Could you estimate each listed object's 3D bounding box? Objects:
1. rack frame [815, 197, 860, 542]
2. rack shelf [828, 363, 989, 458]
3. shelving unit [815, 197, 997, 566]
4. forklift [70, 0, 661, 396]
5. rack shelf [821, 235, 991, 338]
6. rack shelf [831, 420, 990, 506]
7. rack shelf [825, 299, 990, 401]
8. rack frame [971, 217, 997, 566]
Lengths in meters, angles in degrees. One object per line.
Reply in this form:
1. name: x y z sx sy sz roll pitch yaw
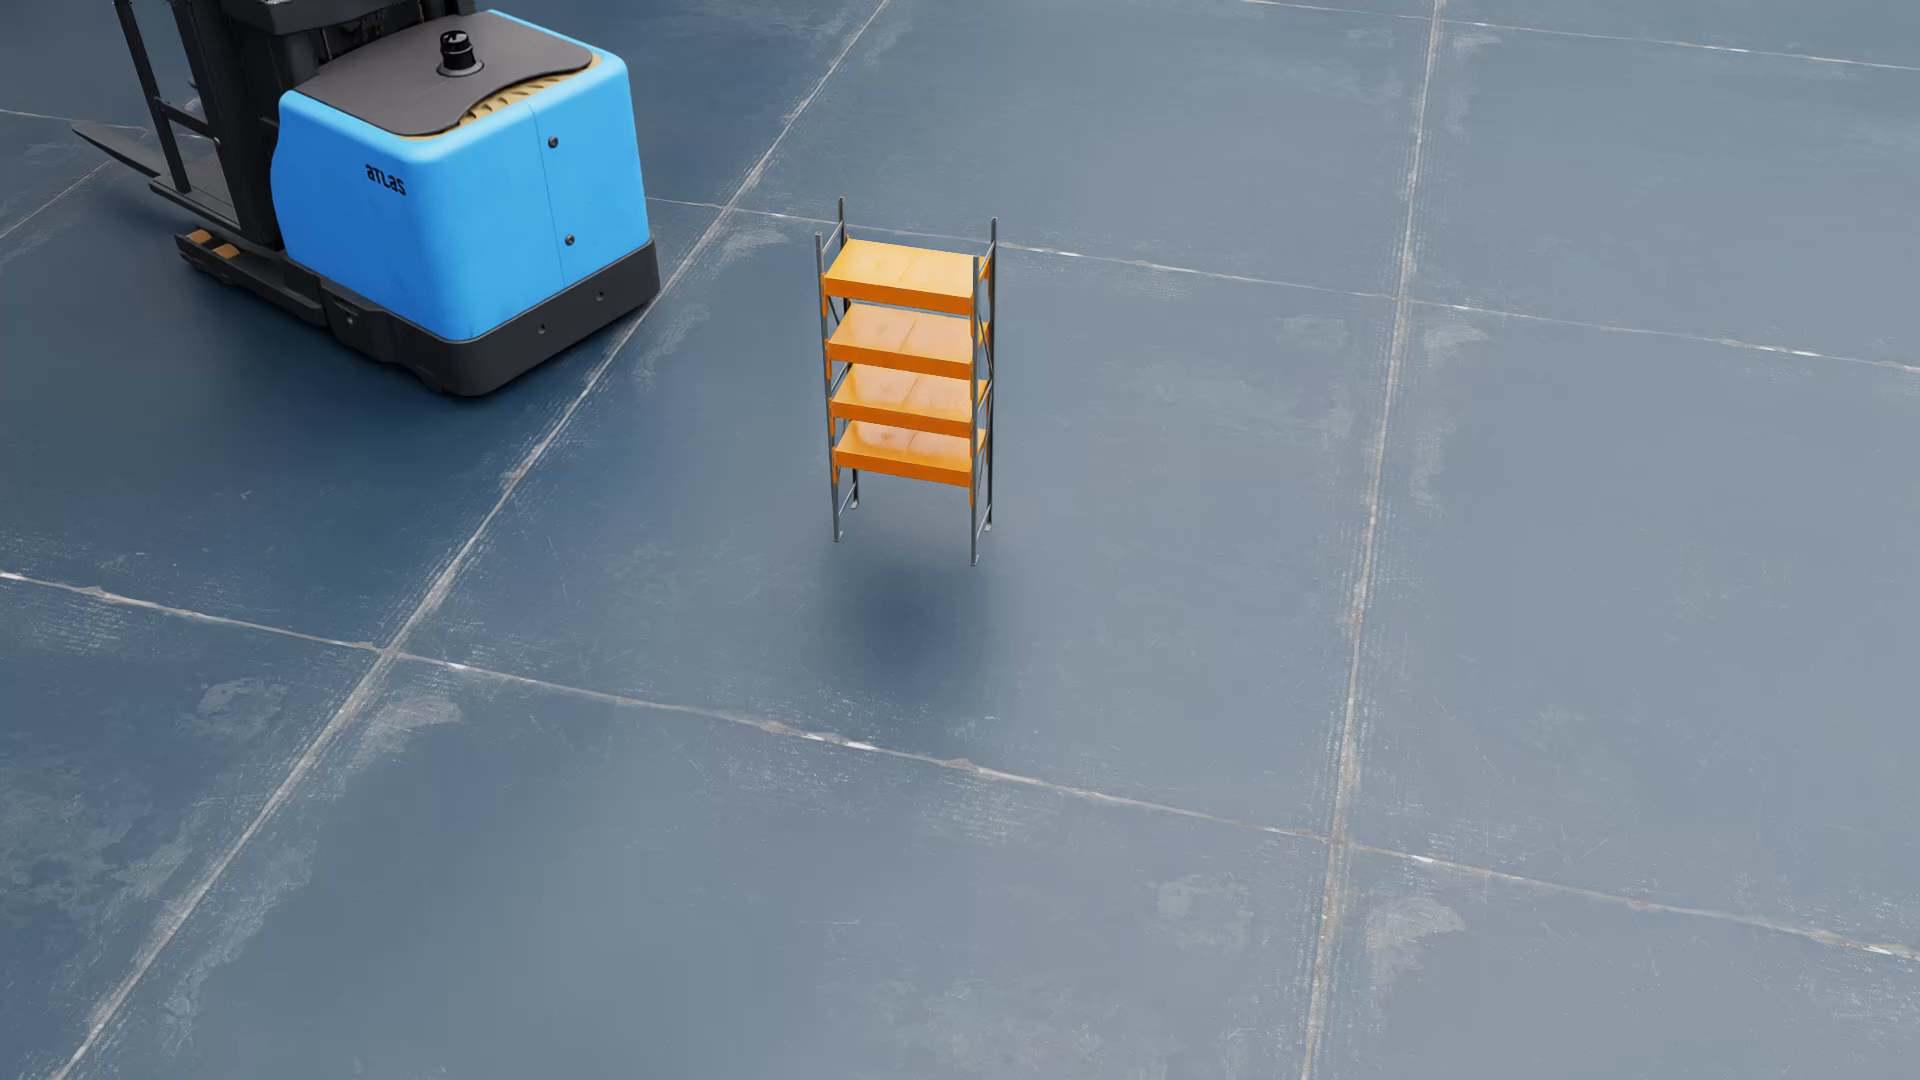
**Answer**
1. rack frame: -0.396 -0.528 5.445 0.015 1.200 0.240 10 41 11
2. rack shelf: -0.160 -0.435 5.440 0.480 0.148 0.258 10 41 11
3. shelving unit: -0.160 -0.487 5.397 0.503 1.200 0.258 10 41 11
4. forklift: -2.714 -2.445 6.383 3.031 2.935 1.130 26 47 28
5. rack shelf: -0.160 -0.788 5.144 0.480 0.148 0.258 10 41 11
6. rack shelf: -0.160 -0.283 5.568 0.480 0.148 0.258 10 41 11
7. rack shelf: -0.160 -0.607 5.296 0.480 0.148 0.258 10 41 11
8. rack frame: 0.076 -0.446 5.349 0.015 1.200 0.240 10 41 11
